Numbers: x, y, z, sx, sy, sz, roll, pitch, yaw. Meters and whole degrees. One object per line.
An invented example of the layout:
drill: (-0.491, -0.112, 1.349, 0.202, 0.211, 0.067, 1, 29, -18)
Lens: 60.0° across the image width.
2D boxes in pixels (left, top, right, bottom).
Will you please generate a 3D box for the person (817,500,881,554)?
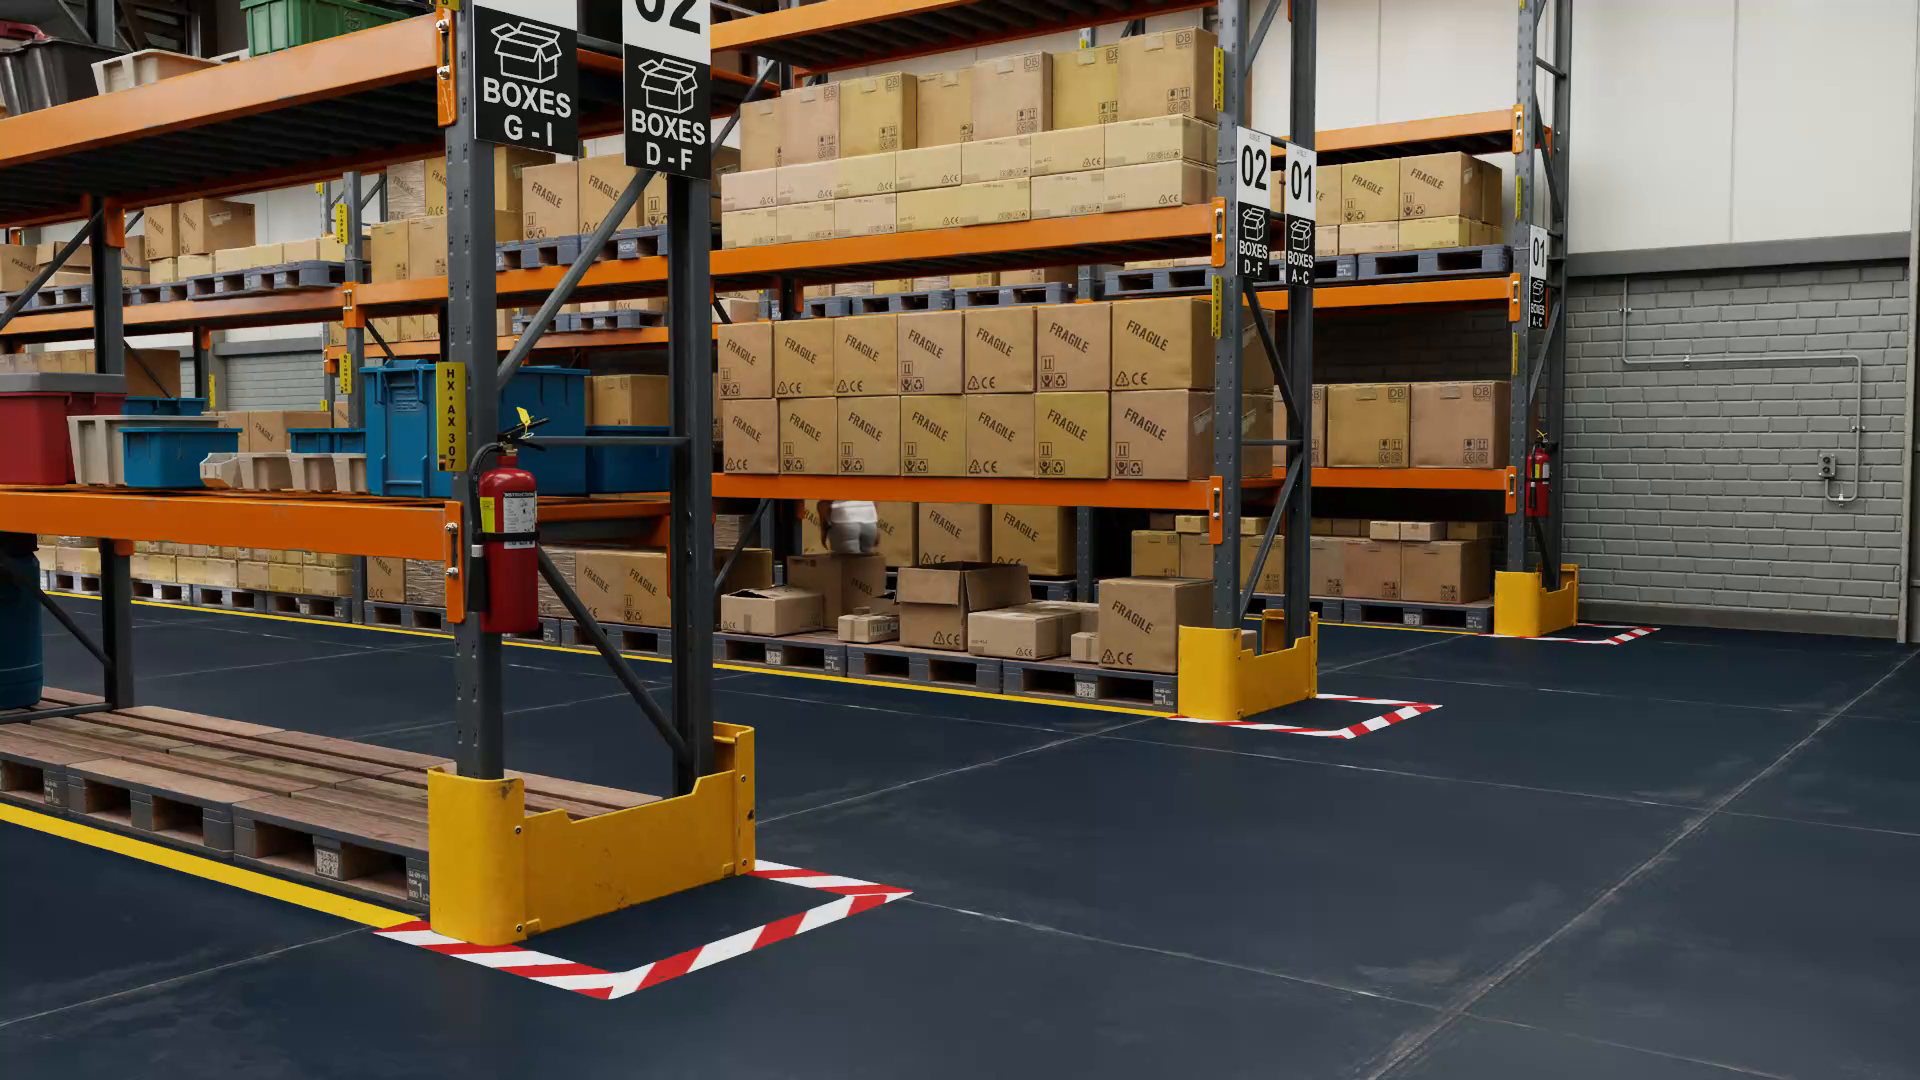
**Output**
person: (-0.913, -0.091, 13.423, 0.526, 1.612, 0.923, -3, 4, -37)
